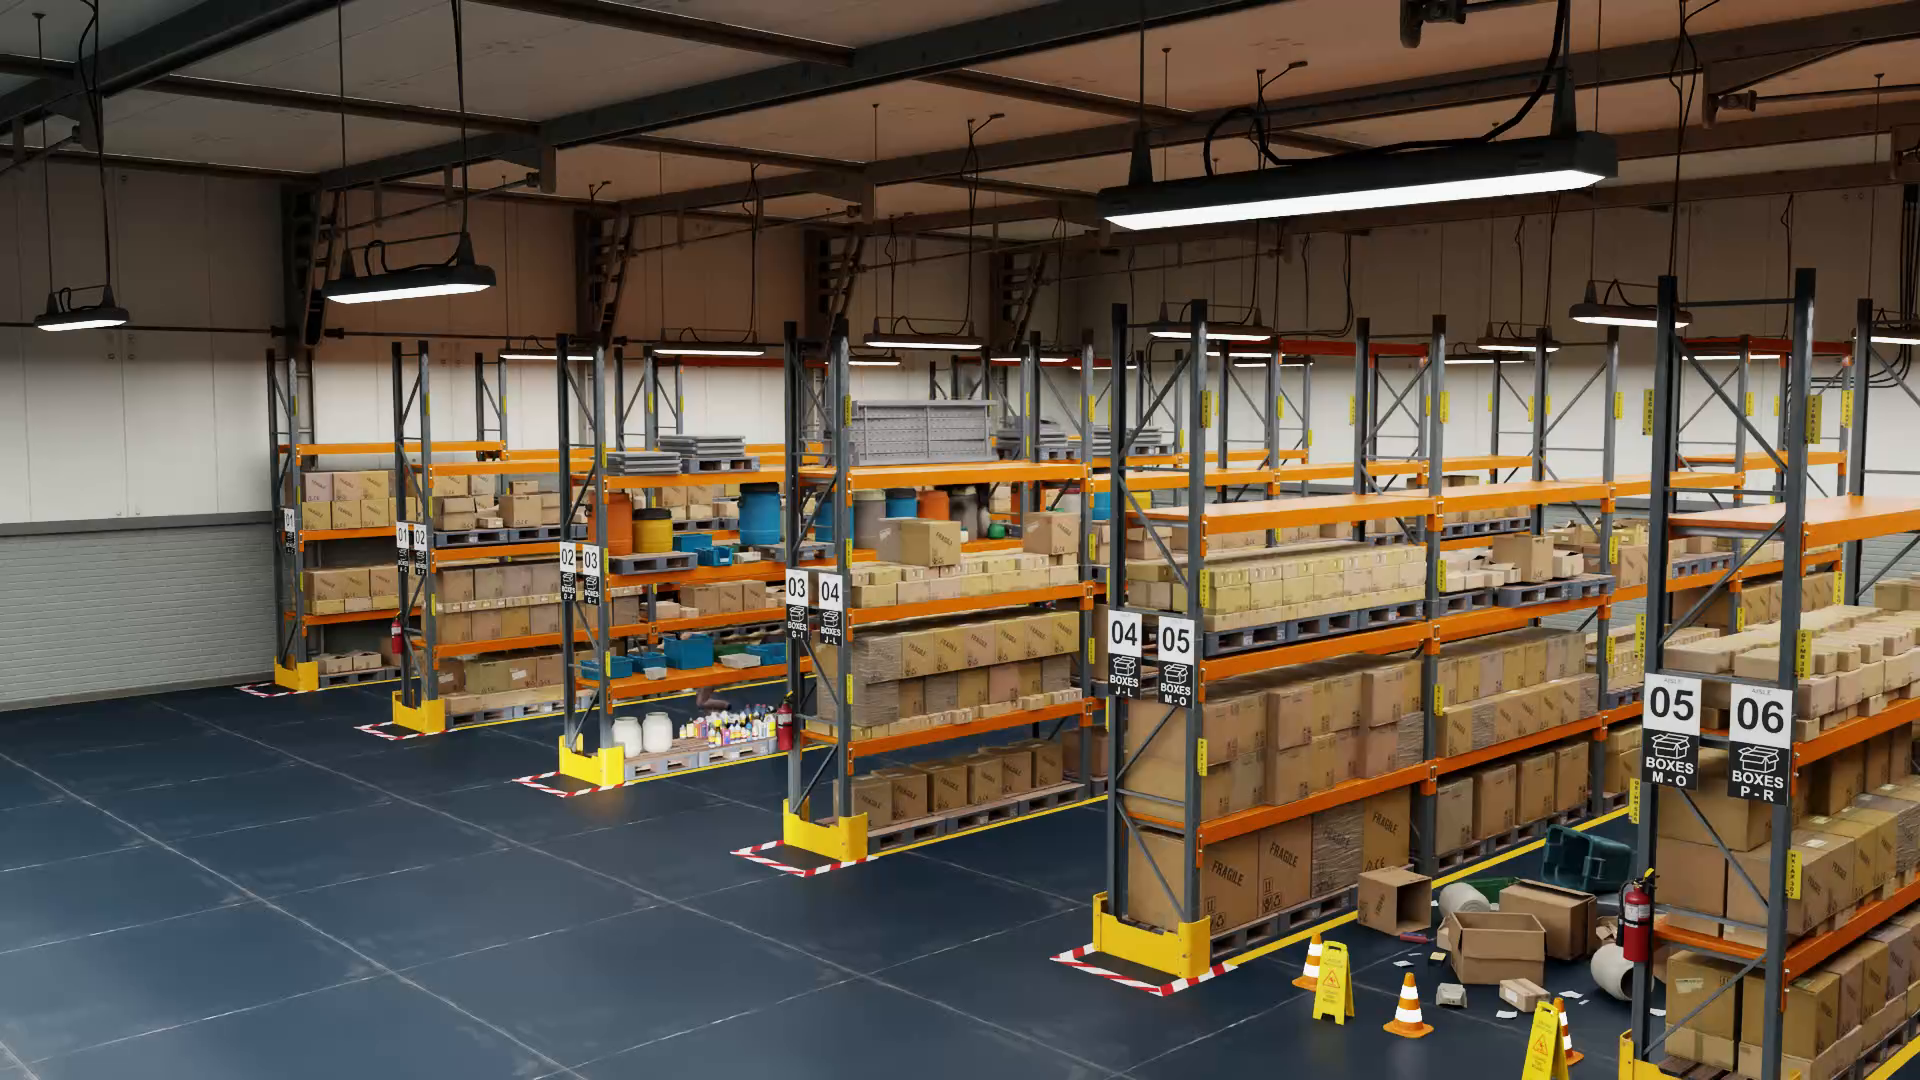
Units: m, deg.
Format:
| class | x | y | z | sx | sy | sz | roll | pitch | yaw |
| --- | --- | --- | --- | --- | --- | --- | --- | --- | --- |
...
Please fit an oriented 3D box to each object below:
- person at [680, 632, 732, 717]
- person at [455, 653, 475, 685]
| class | x | y | z | sx | sy | sz | roll | pitch | yaw |
| --- | --- | --- | --- | --- | --- | --- | --- | --- | --- |
| person | -3.940 | 2.174 | 25.691 | 0.838 | 1.545 | 0.676 | -2 | 5 | -24 |
| person | -8.438 | 1.831 | 28.453 | 0.663 | 1.745 | 0.597 | 4 | 6 | 38 |
